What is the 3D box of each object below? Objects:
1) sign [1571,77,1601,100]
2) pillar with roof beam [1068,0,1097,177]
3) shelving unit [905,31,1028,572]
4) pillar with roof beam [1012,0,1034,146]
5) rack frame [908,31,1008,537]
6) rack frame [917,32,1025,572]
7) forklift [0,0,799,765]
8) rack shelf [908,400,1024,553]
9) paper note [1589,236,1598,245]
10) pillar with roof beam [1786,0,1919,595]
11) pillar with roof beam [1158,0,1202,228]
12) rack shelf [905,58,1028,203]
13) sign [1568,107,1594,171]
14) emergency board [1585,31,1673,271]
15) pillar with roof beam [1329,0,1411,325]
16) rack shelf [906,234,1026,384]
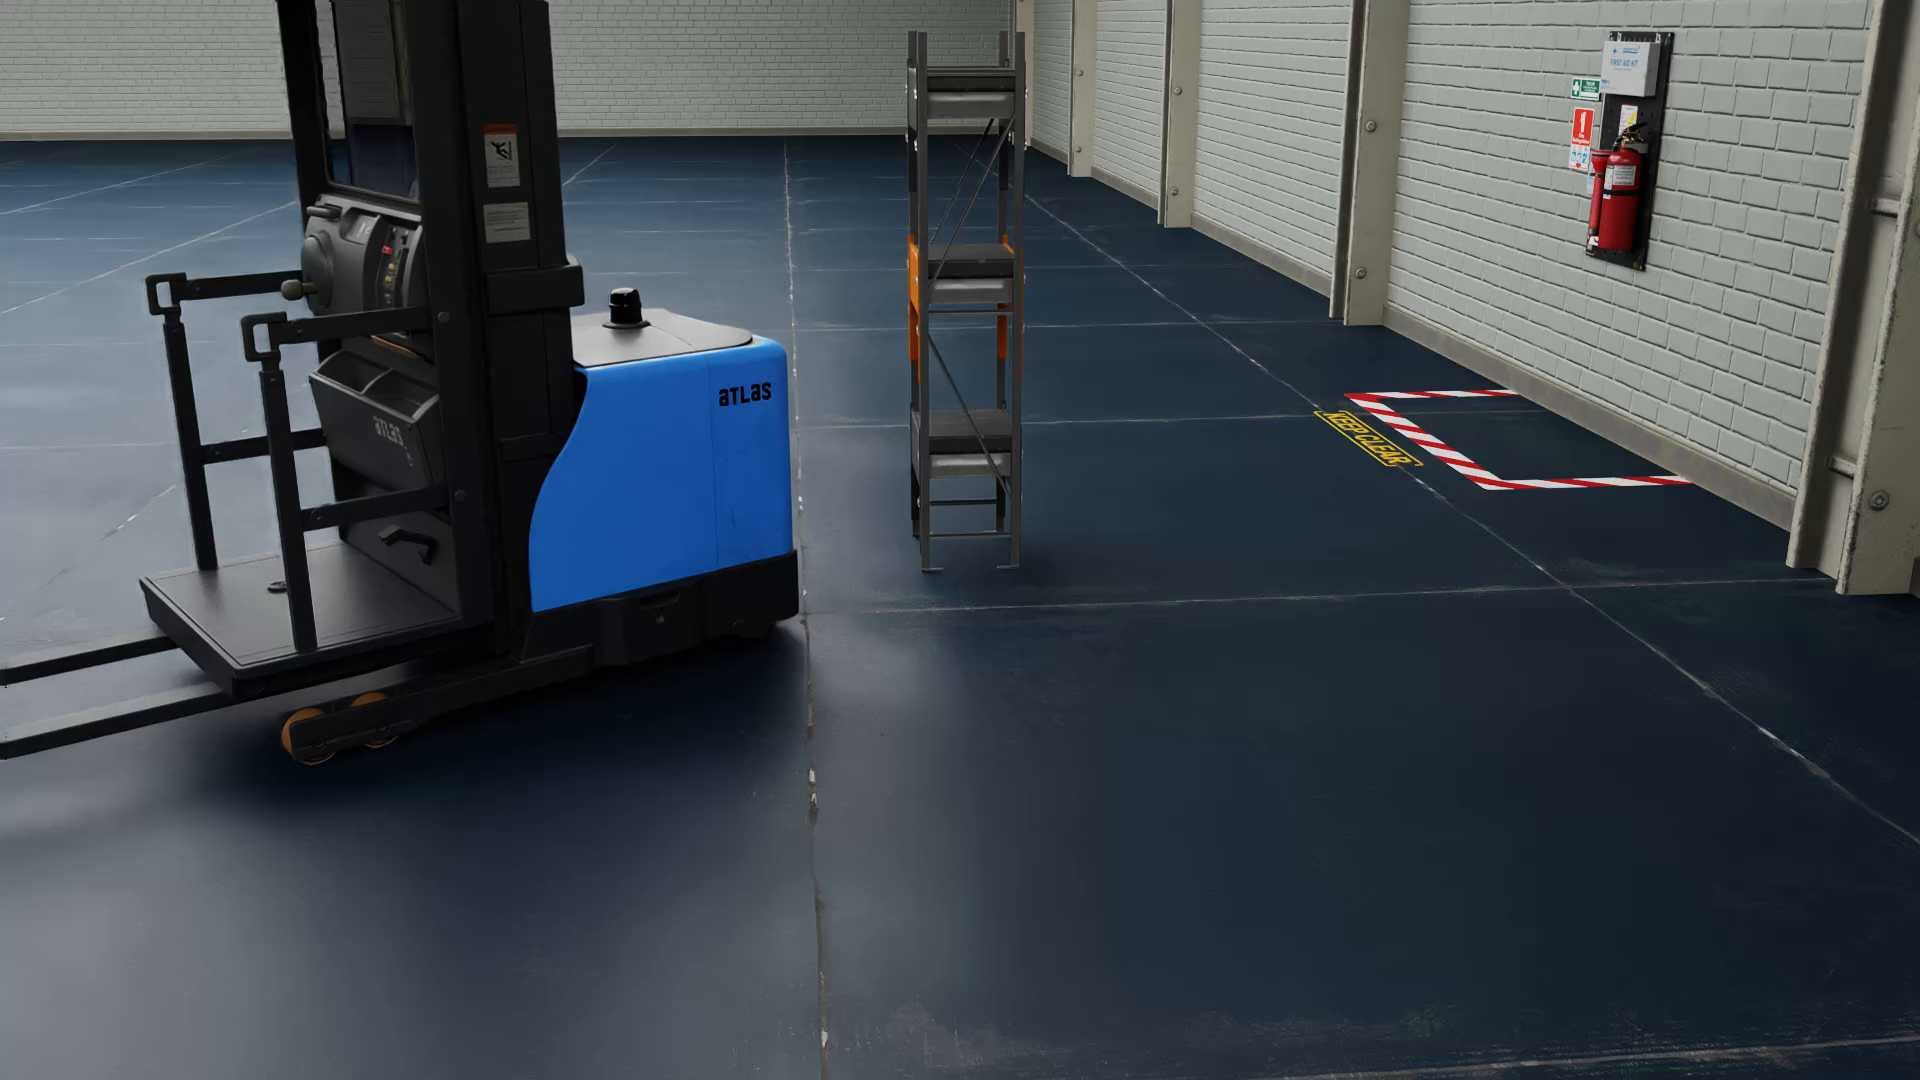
[{"bbox_3d":[3.400,-2.453,9.038,0.001,0.109,0.331,-2,18,-6],"label":"sign"},{"bbox_3d":[-2.559,-9.372,22.004,9.100,9.000,0.400,-2,18,-6],"label":"pillar with roof beam"},{"bbox_3d":[0.017,-0.952,6.705,0.431,2.100,0.503,-2,18,-6],"label":"shelving unit"},{"bbox_3d":[-3.178,-11.159,27.698,9.100,9.000,0.400,-2,18,-6],"label":"pillar with roof beam"},{"bbox_3d":[-0.008,-1.025,6.937,0.400,2.100,0.015,-2,18,-6],"label":"rack frame"},{"bbox_3d":[0.042,-0.880,6.474,0.400,2.100,0.015,-2,18,-6],"label":"rack frame"},{"bbox_3d":[-2.054,-0.898,5.144,3.031,2.935,1.130,-14,22,-37],"label":"forklift"},{"bbox_3d":[0.017,-0.272,6.919,0.431,0.518,0.480,-2,18,-6],"label":"rack shelf"},{"bbox_3d":[3.413,-1.651,8.900,0.016,0.148,0.142,-2,18,-6],"label":"paper note"},{"bbox_3d":[-0.702,-4.009,4.922,9.100,9.000,0.400,-2,18,-6],"label":"pillar with roof beam"},{"bbox_3d":[-1.940,-7.584,16.310,9.100,9.000,0.400,-2,18,-6],"label":"pillar with roof beam"},{"bbox_3d":[0.017,-1.607,6.500,0.431,0.518,0.480,-2,18,-6],"label":"rack shelf"},{"bbox_3d":[3.408,-2.202,9.123,0.001,0.329,0.234,-2,18,-6],"label":"sign"},{"bbox_3d":[3.363,-2.017,8.594,0.194,1.169,0.643,-2,18,-6],"label":"emergency board"},{"bbox_3d":[-1.321,-5.796,10.616,9.100,9.000,0.400,-2,18,-6],"label":"pillar with roof beam"},{"bbox_3d":[0.017,-0.939,6.710,0.431,0.518,0.480,-2,18,-6],"label":"rack shelf"}]
